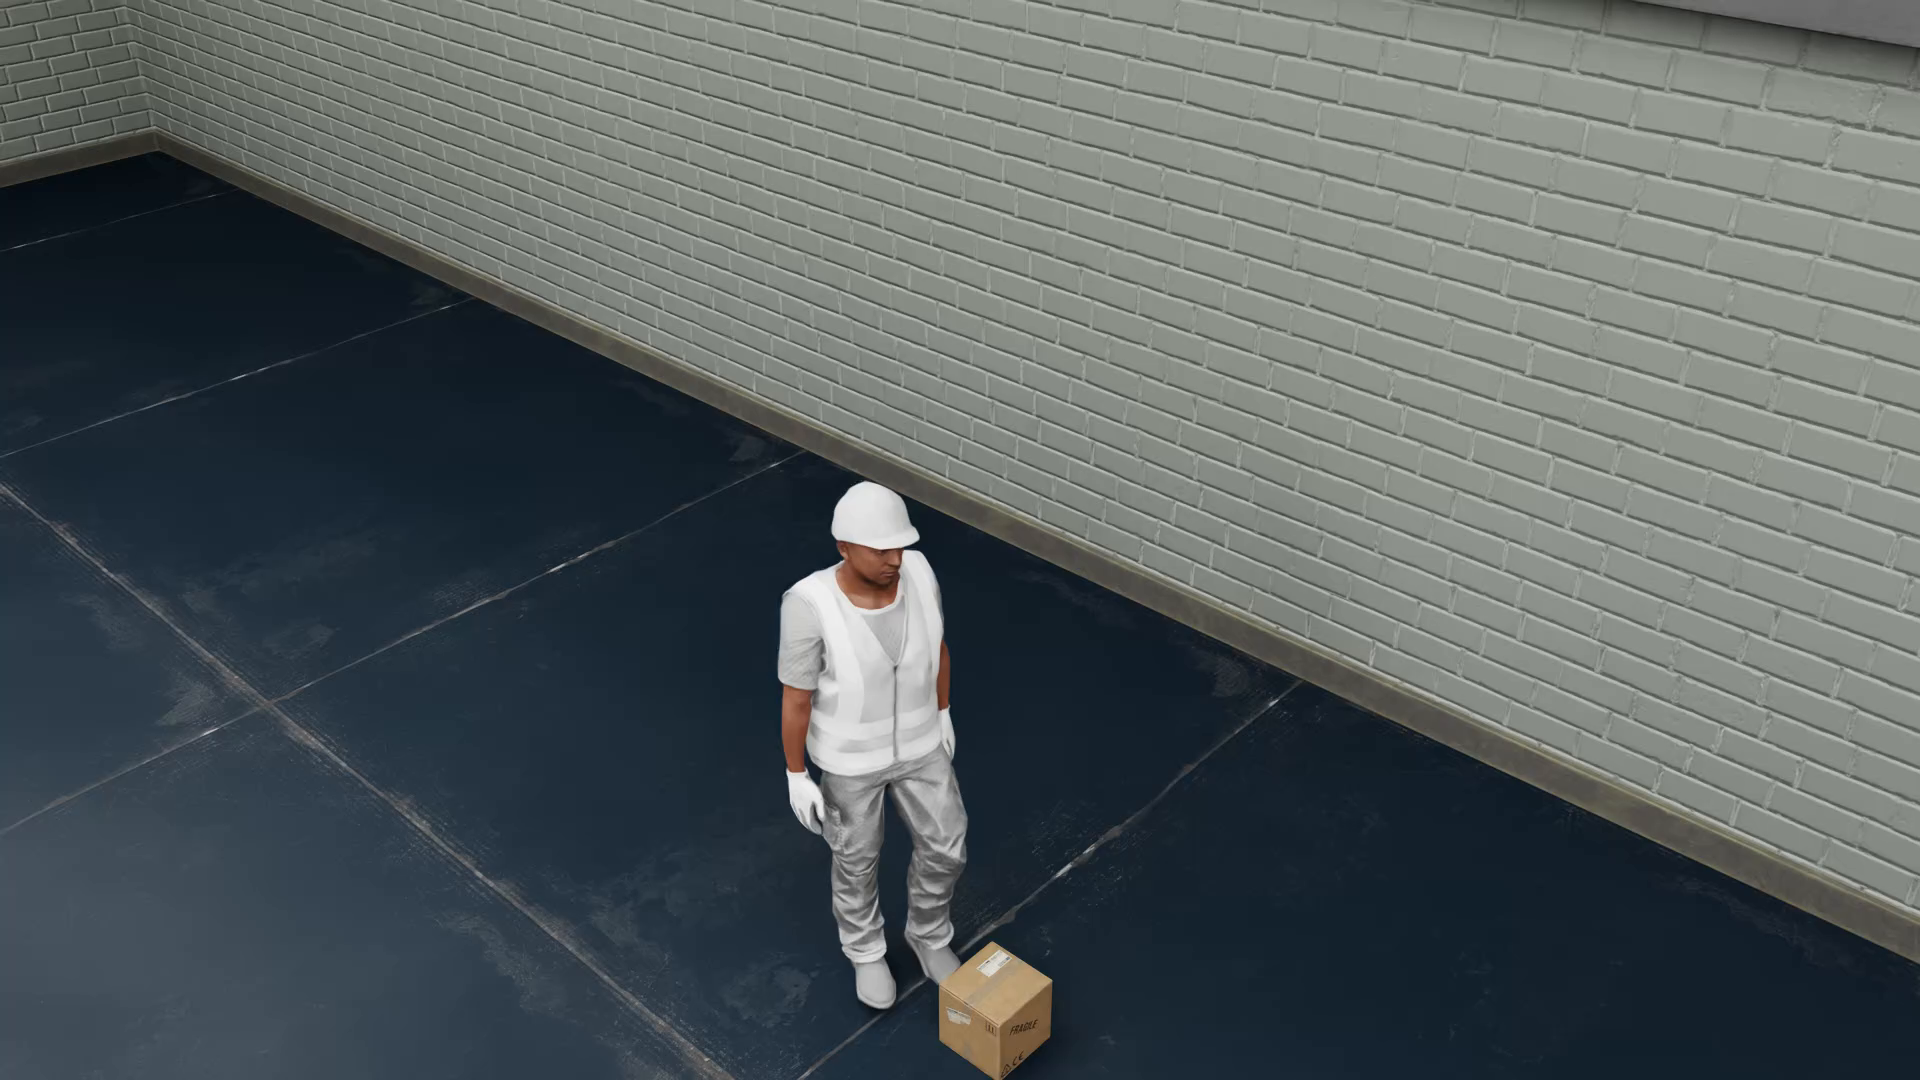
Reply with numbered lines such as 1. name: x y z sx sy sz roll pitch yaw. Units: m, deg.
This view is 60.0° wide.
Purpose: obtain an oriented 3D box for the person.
1. person: -0.253 0.661 5.035 0.592 1.823 0.426 -15 34 -24
